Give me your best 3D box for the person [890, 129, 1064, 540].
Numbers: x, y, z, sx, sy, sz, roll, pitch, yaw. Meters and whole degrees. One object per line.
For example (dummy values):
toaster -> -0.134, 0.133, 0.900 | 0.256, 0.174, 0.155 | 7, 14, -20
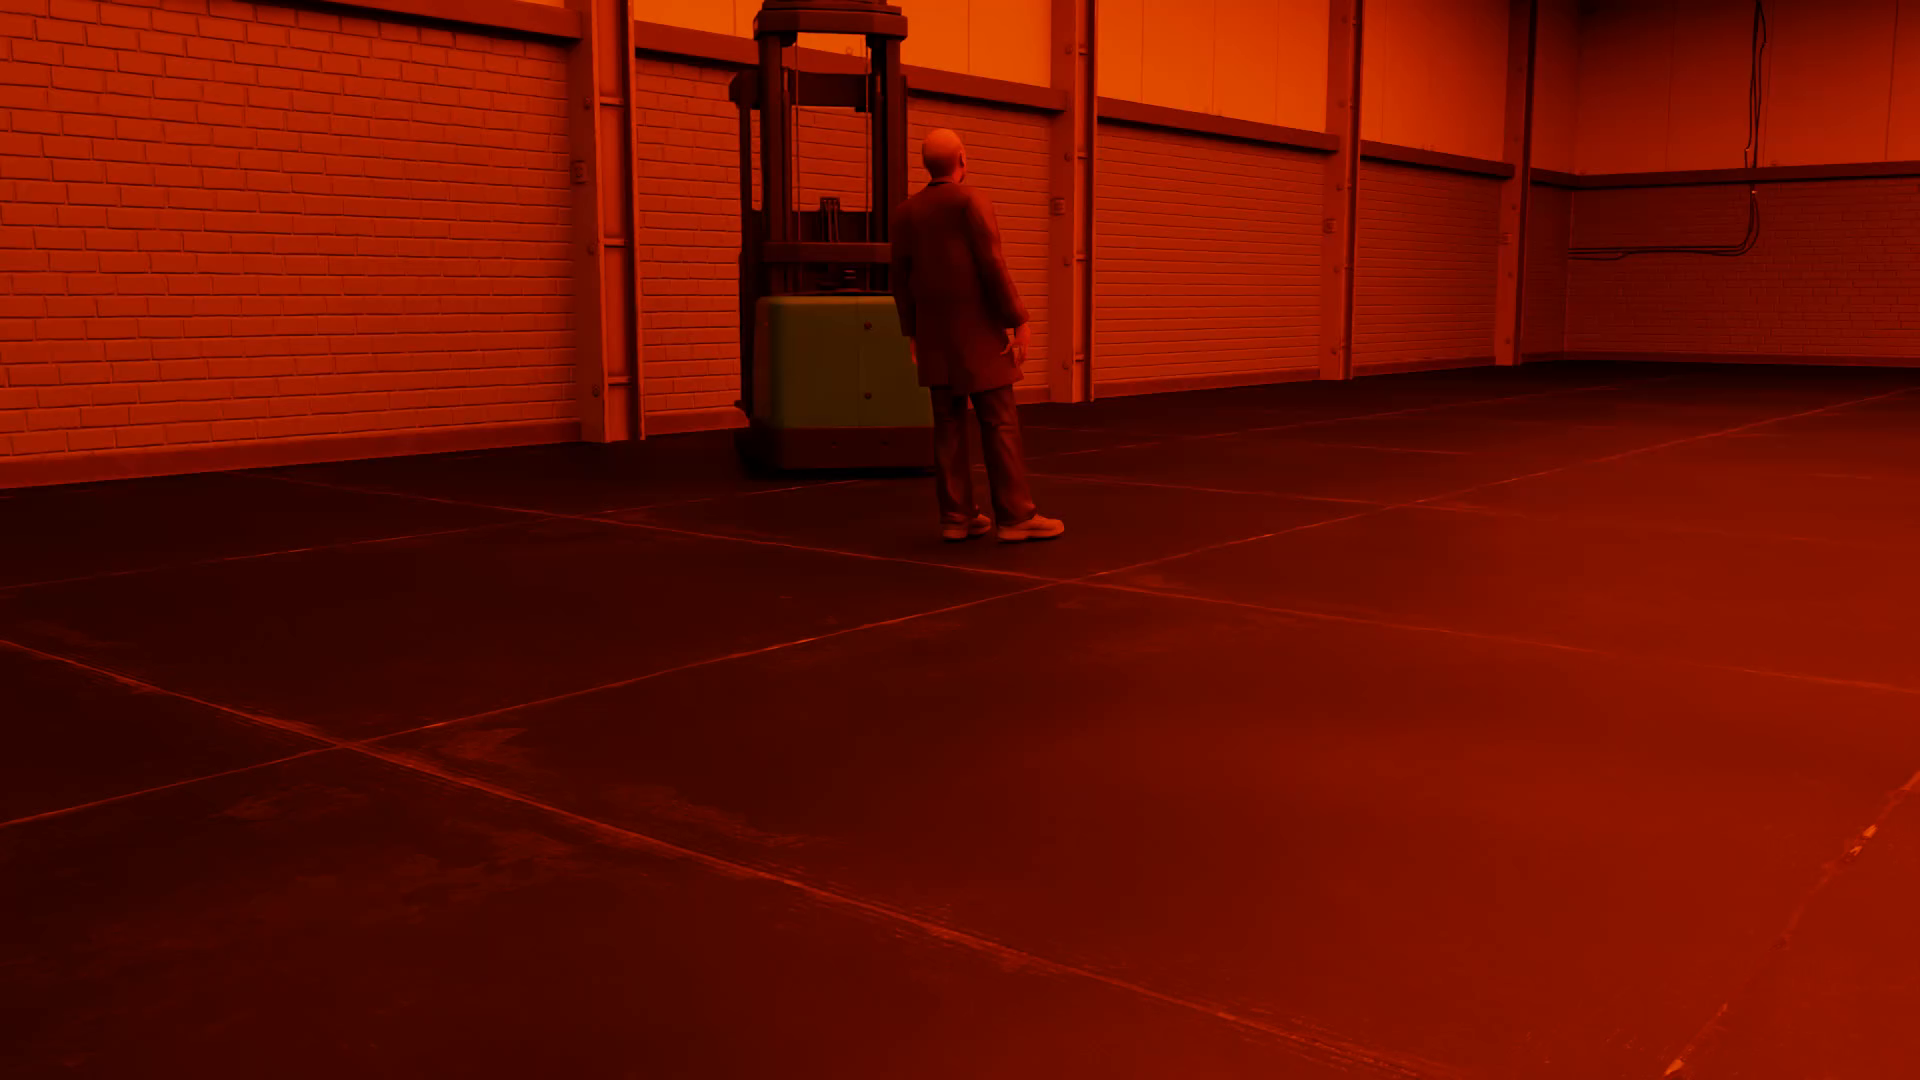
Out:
person -> 0.061, -0.896, 7.342 | 0.696, 1.775, 0.582 | 7, 11, 38

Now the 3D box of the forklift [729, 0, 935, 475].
forklift -> -0.936, -2.020, 11.084 | 1.130, 2.935, 3.031 | -2, 9, -13
